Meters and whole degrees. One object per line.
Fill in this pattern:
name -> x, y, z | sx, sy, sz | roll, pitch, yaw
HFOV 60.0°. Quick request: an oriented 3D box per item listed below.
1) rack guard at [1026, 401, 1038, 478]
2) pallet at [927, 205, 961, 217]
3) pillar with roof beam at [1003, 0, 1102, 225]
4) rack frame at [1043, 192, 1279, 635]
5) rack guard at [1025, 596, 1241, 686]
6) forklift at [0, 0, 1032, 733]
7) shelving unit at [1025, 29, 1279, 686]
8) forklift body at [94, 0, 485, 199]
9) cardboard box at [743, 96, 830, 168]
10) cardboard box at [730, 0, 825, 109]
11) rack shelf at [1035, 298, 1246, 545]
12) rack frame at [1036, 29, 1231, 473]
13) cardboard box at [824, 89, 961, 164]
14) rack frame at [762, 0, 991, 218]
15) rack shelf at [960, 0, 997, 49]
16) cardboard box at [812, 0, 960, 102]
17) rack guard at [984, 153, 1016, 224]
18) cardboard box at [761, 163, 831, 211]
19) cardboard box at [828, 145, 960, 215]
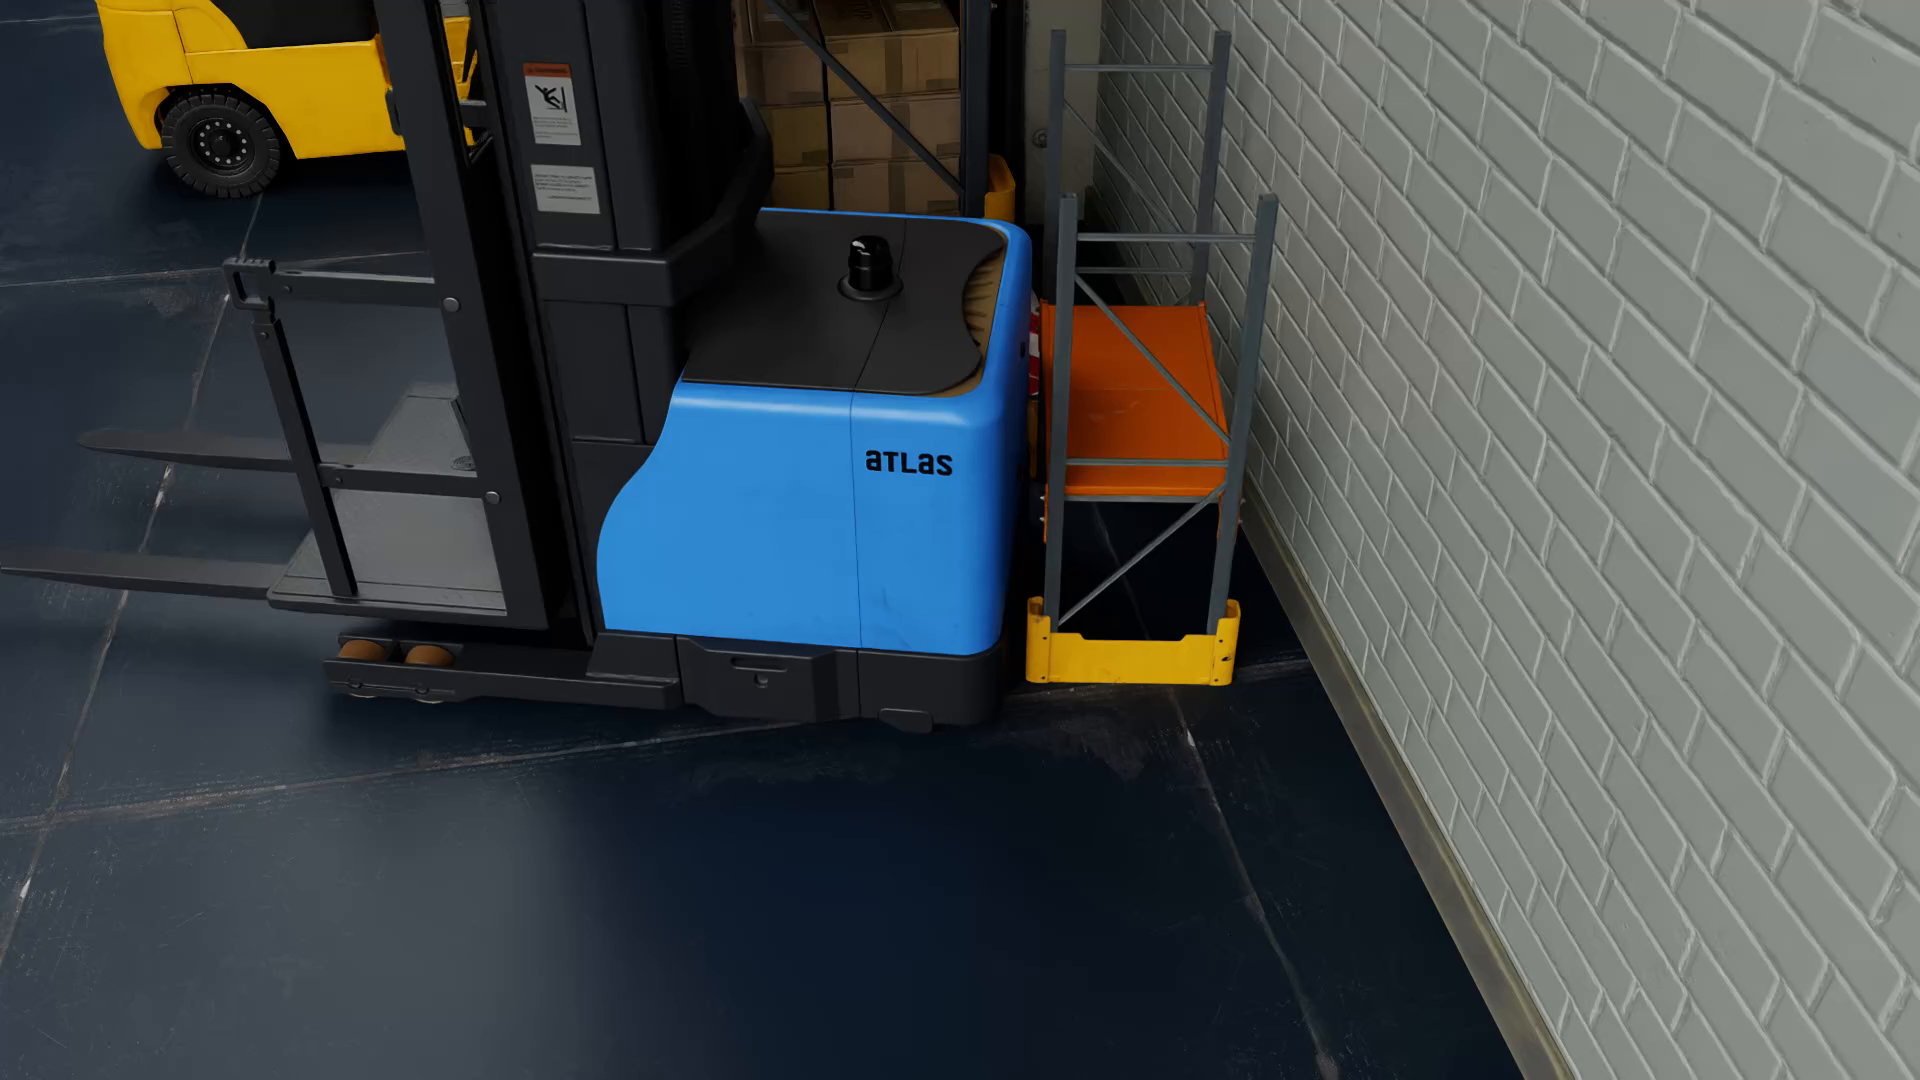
rack guard -> 0.503, -0.326, 5.466 | 0.587, 0.250, 0.087 | 1, 38, 1
pallet -> -0.571, -1.475, 6.976 | 1.003, 0.211, 1.213 | -6, 38, -8
pillar with roof beam -> -3.868, -4.542, 3.762 | 9.100, 9.000, 0.400 | -6, 38, -8
rack frame -> 0.480, -0.197, 4.281 | 0.500, 1.500, 0.032 | 1, 38, 1
rack guard -> 0.481, 0.285, 4.680 | 0.587, 0.250, 0.087 | 1, 38, 1
forklift -> -1.339, -1.017, 4.170 | 3.031, 2.935, 1.130 | 4, 38, 5
shelving unit -> 0.492, -0.514, 4.690 | 0.587, 1.500, 1.083 | 1, 38, 1
forklift body -> -2.524, -2.733, 7.014 | 2.313, 2.155, 1.214 | -6, 38, -8
cardboard box -> -0.788, -1.657, 6.429 | 0.500, 0.250, 0.500 | -7, 38, -9
cardboard box -> -0.783, -1.838, 6.255 | 0.500, 0.250, 0.500 | -5, 38, -6
rack shelf -> 0.492, -0.367, 4.793 | 0.538, 0.185, 1.000 | 1, 38, 1
rack frame -> 0.503, -0.821, 5.084 | 0.500, 1.500, 0.032 | 1, 38, 1
cardboard box -> -0.273, -1.702, 6.488 | 0.500, 0.250, 0.500 | -6, 38, -7
rack frame -> -0.395, -2.119, 5.532 | 1.000, 3.000, 0.127 | -6, 38, -8
rack shelf -> -0.746, -3.043, 7.308 | 1.077, 0.370, 4.000 | -6, 38, -8
cardboard box -> -0.293, -1.904, 6.340 | 0.500, 0.250, 0.500 | -7, 38, -9
rack guard -> -0.391, -1.117, 6.280 | 1.175, 0.500, 0.348 | -6, 38, -8
cardboard box -> -0.789, -1.449, 6.568 | 0.500, 0.250, 0.500 | -6, 38, -8
cardboard box -> -0.289, -1.516, 6.656 | 0.500, 0.250, 0.500 | -6, 38, -8
